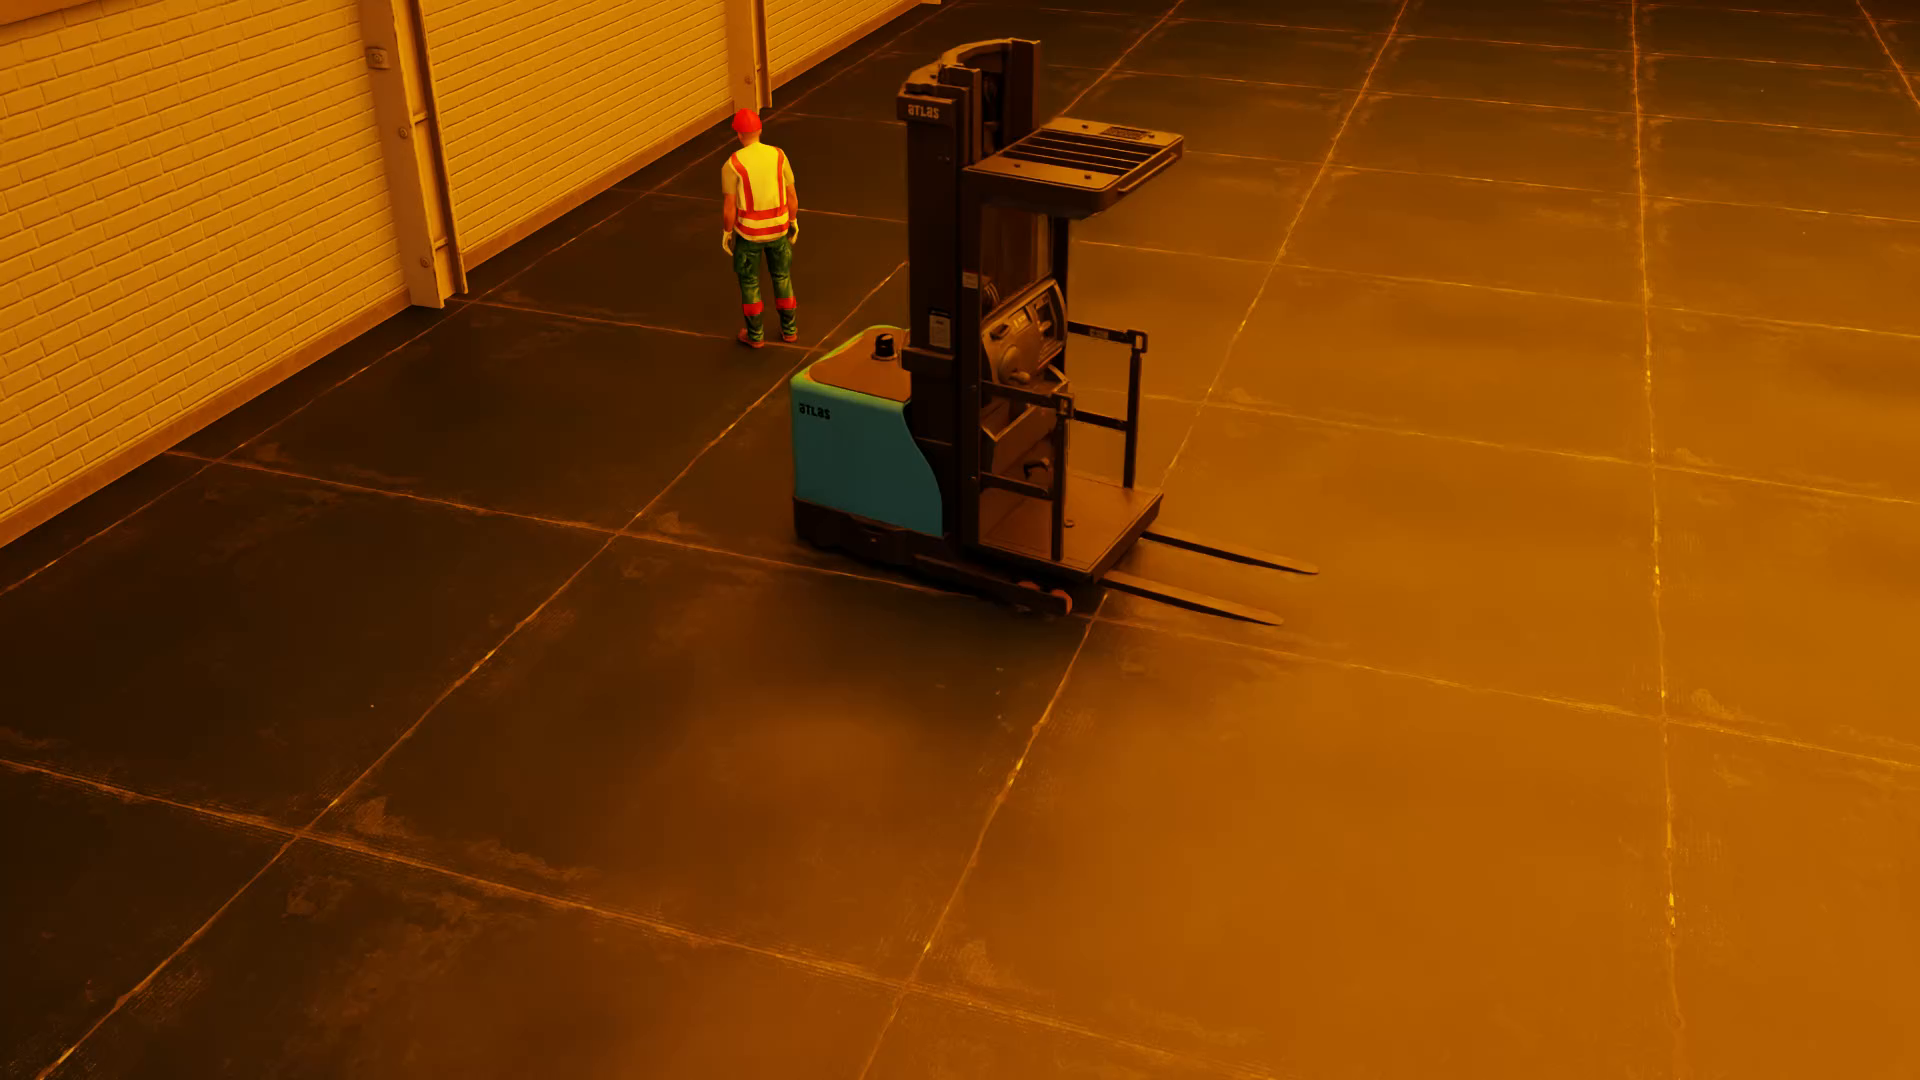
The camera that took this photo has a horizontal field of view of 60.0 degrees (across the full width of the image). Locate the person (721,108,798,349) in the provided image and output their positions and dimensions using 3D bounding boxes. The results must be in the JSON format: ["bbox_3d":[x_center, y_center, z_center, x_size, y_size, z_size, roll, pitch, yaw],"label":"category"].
[{"bbox_3d":[-1.486,-2.301,12.342,0.608,1.777,0.455,-14,32,-23],"label":"person"}]

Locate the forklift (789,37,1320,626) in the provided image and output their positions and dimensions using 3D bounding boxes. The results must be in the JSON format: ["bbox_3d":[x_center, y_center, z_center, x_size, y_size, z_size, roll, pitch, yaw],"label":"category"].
[{"bbox_3d":[0.538,-1.130,9.119,3.031,2.935,1.130,15,33,25],"label":"forklift"}]
